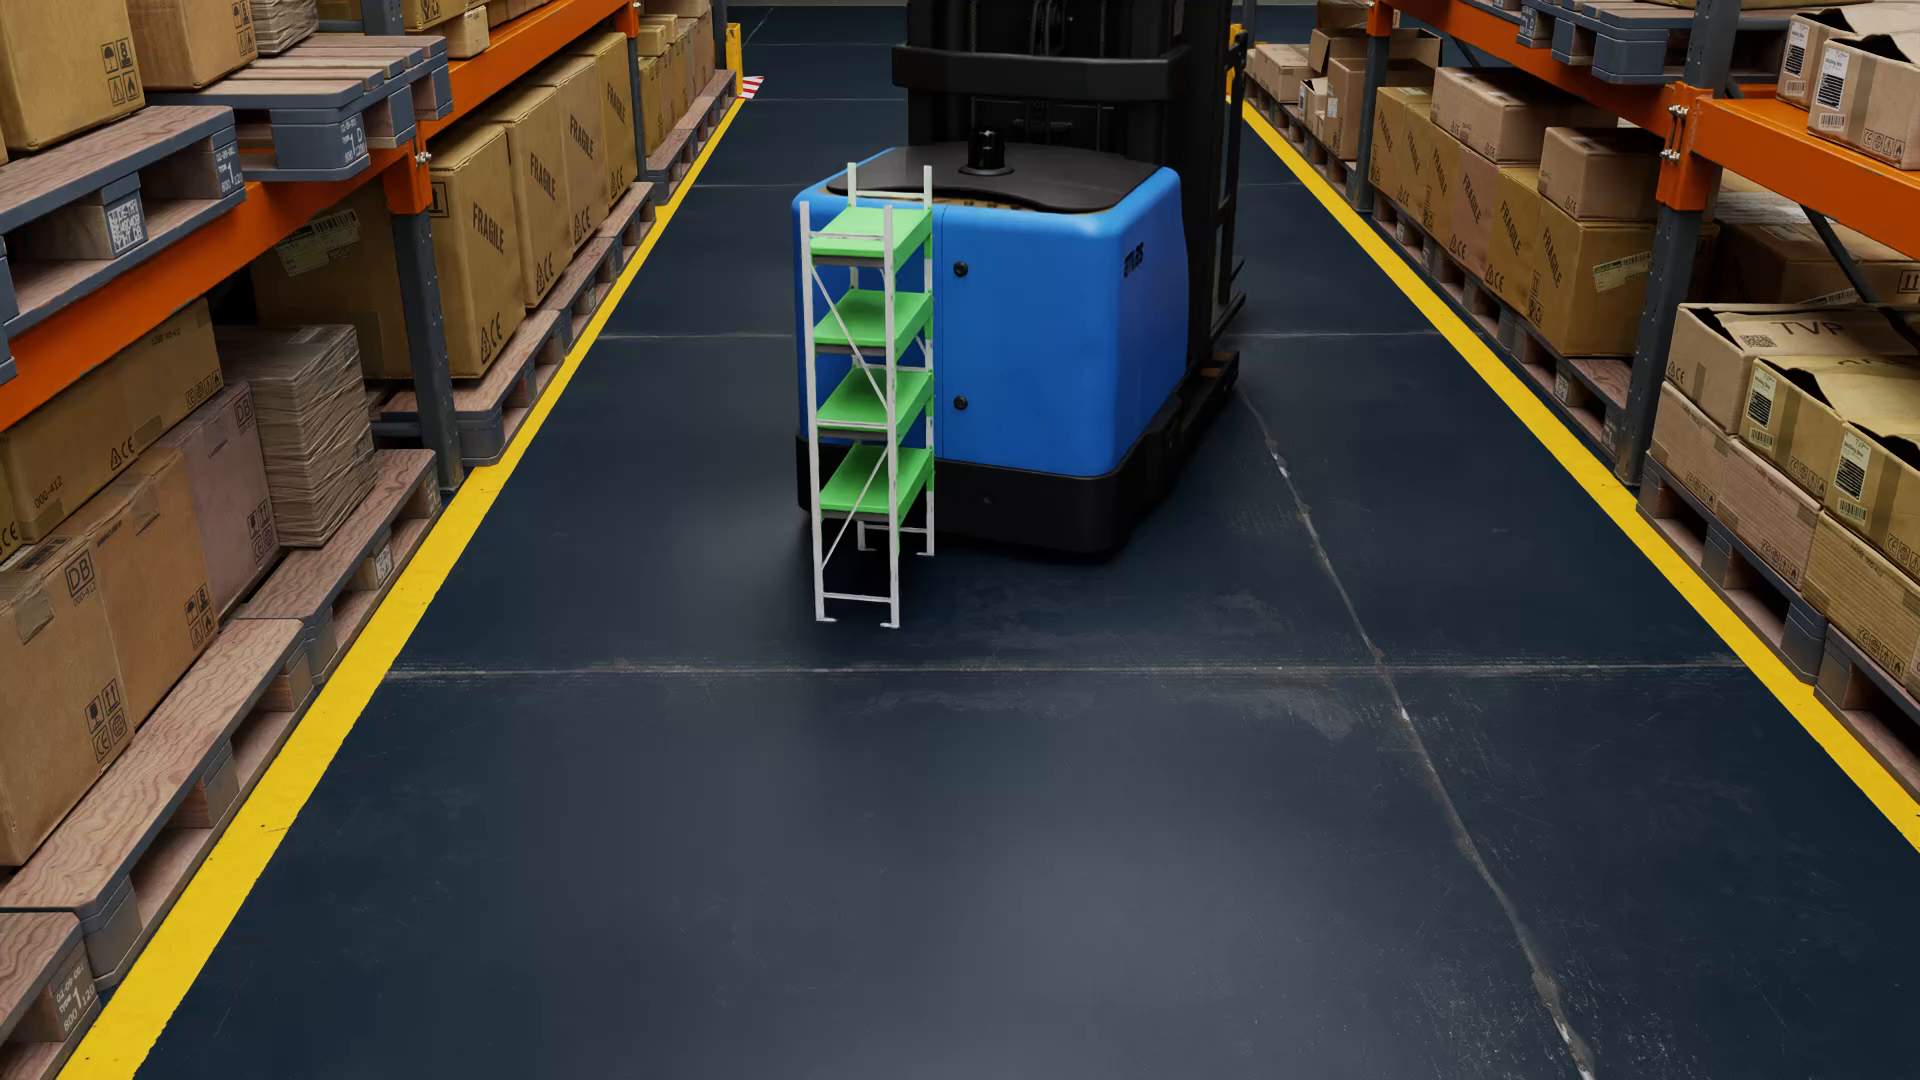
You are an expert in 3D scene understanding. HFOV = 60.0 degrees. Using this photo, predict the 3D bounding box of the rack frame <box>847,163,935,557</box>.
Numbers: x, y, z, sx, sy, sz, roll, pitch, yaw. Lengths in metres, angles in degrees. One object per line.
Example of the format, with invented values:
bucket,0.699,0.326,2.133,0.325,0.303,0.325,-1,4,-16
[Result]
rack frame,-0.198,-0.506,4.913,0.240,1.200,0.015,5,25,10

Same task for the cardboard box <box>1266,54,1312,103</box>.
cardboard box,2.402,-3.174,11.431,0.500,0.250,0.500,0,24,-1

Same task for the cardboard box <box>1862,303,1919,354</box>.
cardboard box,3.008,-0.547,4.965,0.500,0.311,0.500,0,24,1

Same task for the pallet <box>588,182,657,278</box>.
pallet,-2.157,-1.604,8.539,1.003,0.211,1.213,0,24,-1

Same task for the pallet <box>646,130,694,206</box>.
pallet,-2.171,-2.235,9.935,1.003,0.211,1.213,0,24,-1

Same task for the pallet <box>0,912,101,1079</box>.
pallet,-2.164,1.055,2.662,1.003,0.211,1.213,0,24,-1

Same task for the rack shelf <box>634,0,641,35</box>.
rack shelf,-2.263,-3.688,10.637,1.077,0.370,4.000,0,24,-1

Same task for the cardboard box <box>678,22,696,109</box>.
cardboard box,-2.165,-3.191,11.189,0.700,0.500,0.500,-1,24,-2

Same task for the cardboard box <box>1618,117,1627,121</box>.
cardboard box,3.001,-1.871,8.247,0.500,0.500,0.500,0,24,0

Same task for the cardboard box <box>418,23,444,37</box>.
cardboard box,-1.963,-1.679,5.602,0.380,0.149,0.250,0,24,0

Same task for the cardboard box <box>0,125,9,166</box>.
cardboard box,-2.163,-0.853,2.840,0.700,0.500,0.500,3,25,7

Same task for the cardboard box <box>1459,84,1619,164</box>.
cardboard box,2.491,-1.800,7.178,0.500,0.250,0.500,-1,24,-2

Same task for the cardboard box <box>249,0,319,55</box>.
cardboard box,-2.182,-1.596,4.483,0.700,0.500,0.500,-3,25,-7

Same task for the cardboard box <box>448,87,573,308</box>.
cardboard box,-2.077,-1.420,6.849,0.750,0.750,0.750,0,24,-1

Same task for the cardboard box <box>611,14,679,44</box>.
cardboard box,-1.974,-3.205,10.434,0.380,0.149,0.250,-1,24,-2

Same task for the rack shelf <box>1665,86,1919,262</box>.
rack shelf,2.778,-0.415,3.401,1.077,0.370,4.000,0,24,-1

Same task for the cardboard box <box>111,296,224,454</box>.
cardboard box,-2.194,-0.415,4.117,0.500,0.250,0.500,0,24,0

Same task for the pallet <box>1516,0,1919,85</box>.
pallet,2.678,-1.759,5.732,1.213,0.211,1.003,0,24,-1

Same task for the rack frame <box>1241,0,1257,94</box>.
rack frame,2.669,-4.864,12.364,1.000,3.000,0.127,0,24,-1

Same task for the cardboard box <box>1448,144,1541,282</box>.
cardboard box,2.494,-1.443,7.299,0.500,0.500,0.500,-1,24,-3

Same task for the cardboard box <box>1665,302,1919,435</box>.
cardboard box,2.468,-0.544,4.960,0.500,0.311,0.500,1,24,1

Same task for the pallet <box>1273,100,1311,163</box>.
pallet,2.690,-2.732,11.034,1.003,0.211,1.213,0,24,-1

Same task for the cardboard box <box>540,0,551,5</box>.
cardboard box,-1.984,-2.425,7.251,0.380,0.149,0.250,-1,24,-2

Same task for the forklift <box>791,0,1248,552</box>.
forklift,0.457,-1.880,5.849,1.130,2.935,3.031,8,26,18

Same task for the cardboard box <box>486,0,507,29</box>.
cardboard box,-2.011,-2.105,6.544,0.380,0.149,0.250,0,24,0

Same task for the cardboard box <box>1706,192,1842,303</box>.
cardboard box,3.025,-1.033,6.394,0.500,0.500,0.500,-1,24,-2

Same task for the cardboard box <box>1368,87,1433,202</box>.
cardboard box,2.474,-2.077,8.701,0.500,0.500,0.500,-1,24,-3

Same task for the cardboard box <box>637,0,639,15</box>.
cardboard box,-2.366,-3.534,11.160,0.380,0.149,0.250,0,24,0

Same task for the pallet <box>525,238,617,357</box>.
pallet,-2.141,-1.100,7.425,1.003,0.211,1.213,0,24,-1

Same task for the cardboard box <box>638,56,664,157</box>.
cardboard box,-2.147,-2.553,9.778,0.700,0.500,0.500,0,24,0

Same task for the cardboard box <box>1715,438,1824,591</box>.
cardboard box,2.474,-0.082,4.617,0.500,0.250,0.500,-1,24,-2

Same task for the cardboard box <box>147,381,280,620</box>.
cardboard box,-2.248,-0.096,4.321,0.700,0.500,0.500,0,24,-1

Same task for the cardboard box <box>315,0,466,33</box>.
cardboard box,-1.947,-1.935,5.382,0.500,0.500,0.500,0,24,1

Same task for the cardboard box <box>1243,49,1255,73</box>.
cardboard box,2.330,-3.591,12.476,0.380,0.149,0.250,0,24,-1

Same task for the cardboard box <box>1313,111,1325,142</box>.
cardboard box,2.358,-2.505,10.074,0.380,0.149,0.250,0,24,-1

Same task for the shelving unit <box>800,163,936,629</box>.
shelving unit,-0.244,-0.407,4.695,0.258,1.200,0.503,5,25,10

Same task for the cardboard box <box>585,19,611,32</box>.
cardboard box,-2.355,-3.113,10.230,0.380,0.149,0.250,-1,24,-2

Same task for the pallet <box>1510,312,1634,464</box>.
pallet,2.786,-0.604,6.330,1.003,0.211,1.213,0,24,-1

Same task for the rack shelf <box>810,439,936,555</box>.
rack shelf,-0.244,-0.130,4.820,0.258,0.148,0.480,5,25,10

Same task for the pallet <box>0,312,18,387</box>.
pallet,-2.017,-0.123,2.116,1.003,0.211,1.213,0,24,-1

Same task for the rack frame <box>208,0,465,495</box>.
rack frame,-2.197,-1.543,5.023,1.000,3.000,0.127,0,24,-1
